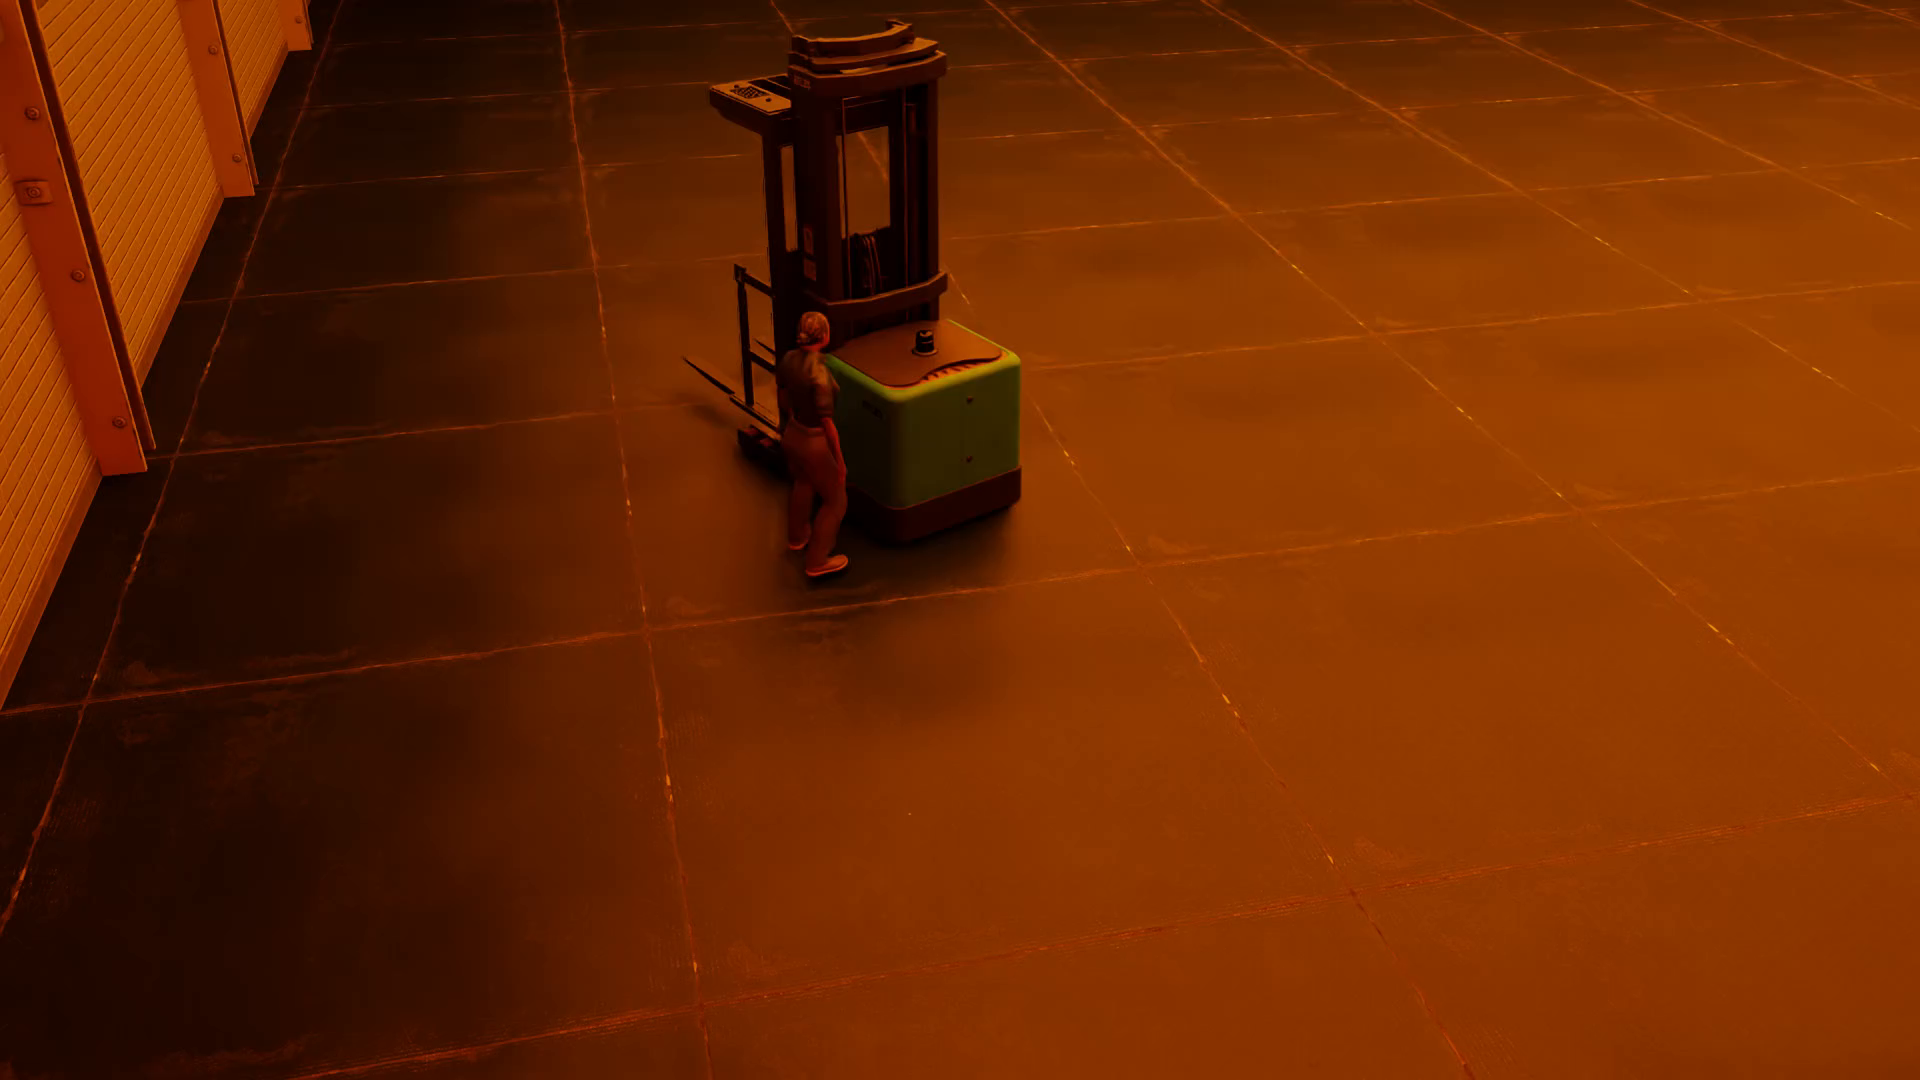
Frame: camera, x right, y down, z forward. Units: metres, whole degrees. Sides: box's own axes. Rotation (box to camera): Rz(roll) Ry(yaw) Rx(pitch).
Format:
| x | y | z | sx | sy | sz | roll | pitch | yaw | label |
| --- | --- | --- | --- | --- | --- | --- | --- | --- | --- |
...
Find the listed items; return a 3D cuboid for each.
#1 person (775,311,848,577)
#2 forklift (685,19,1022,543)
| x | y | z | sx | sy | sz | roll | pitch | yaw | label |
| --- | --- | --- | --- | --- | --- | --- | --- | --- | --- |
| -0.853 | -0.584 | 9.802 | 0.374 | 1.635 | 0.696 | -22 | 36 | -32 | person |
| -0.885 | -1.931 | 10.911 | 1.130 | 2.935 | 3.031 | -20 | 36 | -31 | forklift |
